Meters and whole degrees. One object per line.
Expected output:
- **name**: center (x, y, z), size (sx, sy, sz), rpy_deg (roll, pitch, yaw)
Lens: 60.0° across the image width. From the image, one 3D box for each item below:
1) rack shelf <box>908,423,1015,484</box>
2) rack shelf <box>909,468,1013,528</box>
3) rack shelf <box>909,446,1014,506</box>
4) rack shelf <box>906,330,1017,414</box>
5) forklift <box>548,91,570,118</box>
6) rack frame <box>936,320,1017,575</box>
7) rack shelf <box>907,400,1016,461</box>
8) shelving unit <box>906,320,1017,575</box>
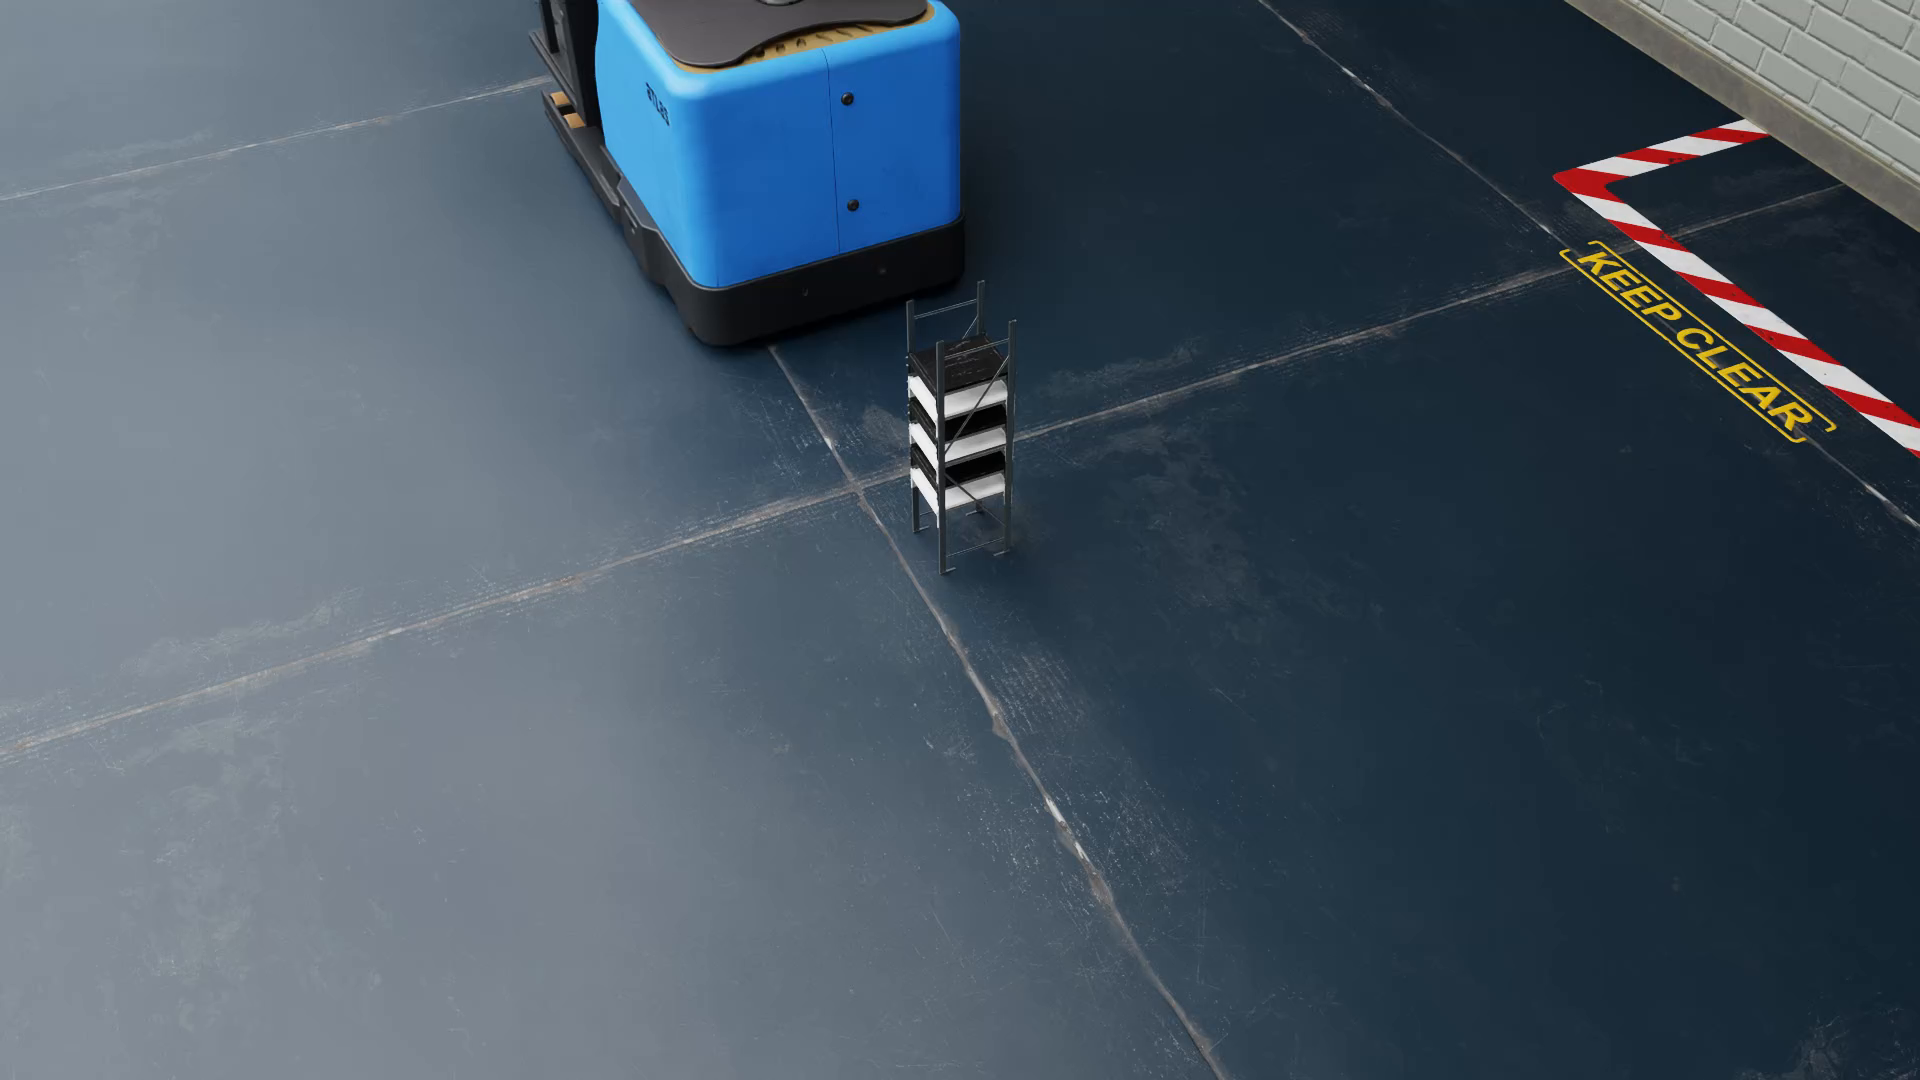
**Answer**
- **rack shelf**: center (0.003, -0.291, 4.952), size (0.258, 0.077, 0.200), rpy_deg (-18, 47, -17)
- **rack shelf**: center (-1.300, -6.738, 11.883), size (6.000, 0.275, 18.464), rpy_deg (-18, 47, -17)
- **rack shelf**: center (0.003, -0.227, 5.015), size (0.258, 0.077, 0.200), rpy_deg (-18, 47, -17)
- **rack shelf**: center (0.003, -0.484, 4.762), size (0.258, 0.077, 0.200), rpy_deg (-18, 47, -17)
- **forklift**: center (-1.087, -2.765, 5.965), size (1.121, 2.935, 3.031), rpy_deg (-19, 48, -19)
- **rack frame**: center (0.046, -0.250, 4.863), size (0.240, 0.900, 0.006), rpy_deg (-18, 47, -17)
- **rack shelf**: center (0.003, -0.355, 4.889), size (0.258, 0.077, 0.200), rpy_deg (-18, 47, -17)
- **shelving unit**: center (-1.299, -6.959, 11.662), size (6.000, 0.900, 18.469), rpy_deg (-18, 47, -17)
